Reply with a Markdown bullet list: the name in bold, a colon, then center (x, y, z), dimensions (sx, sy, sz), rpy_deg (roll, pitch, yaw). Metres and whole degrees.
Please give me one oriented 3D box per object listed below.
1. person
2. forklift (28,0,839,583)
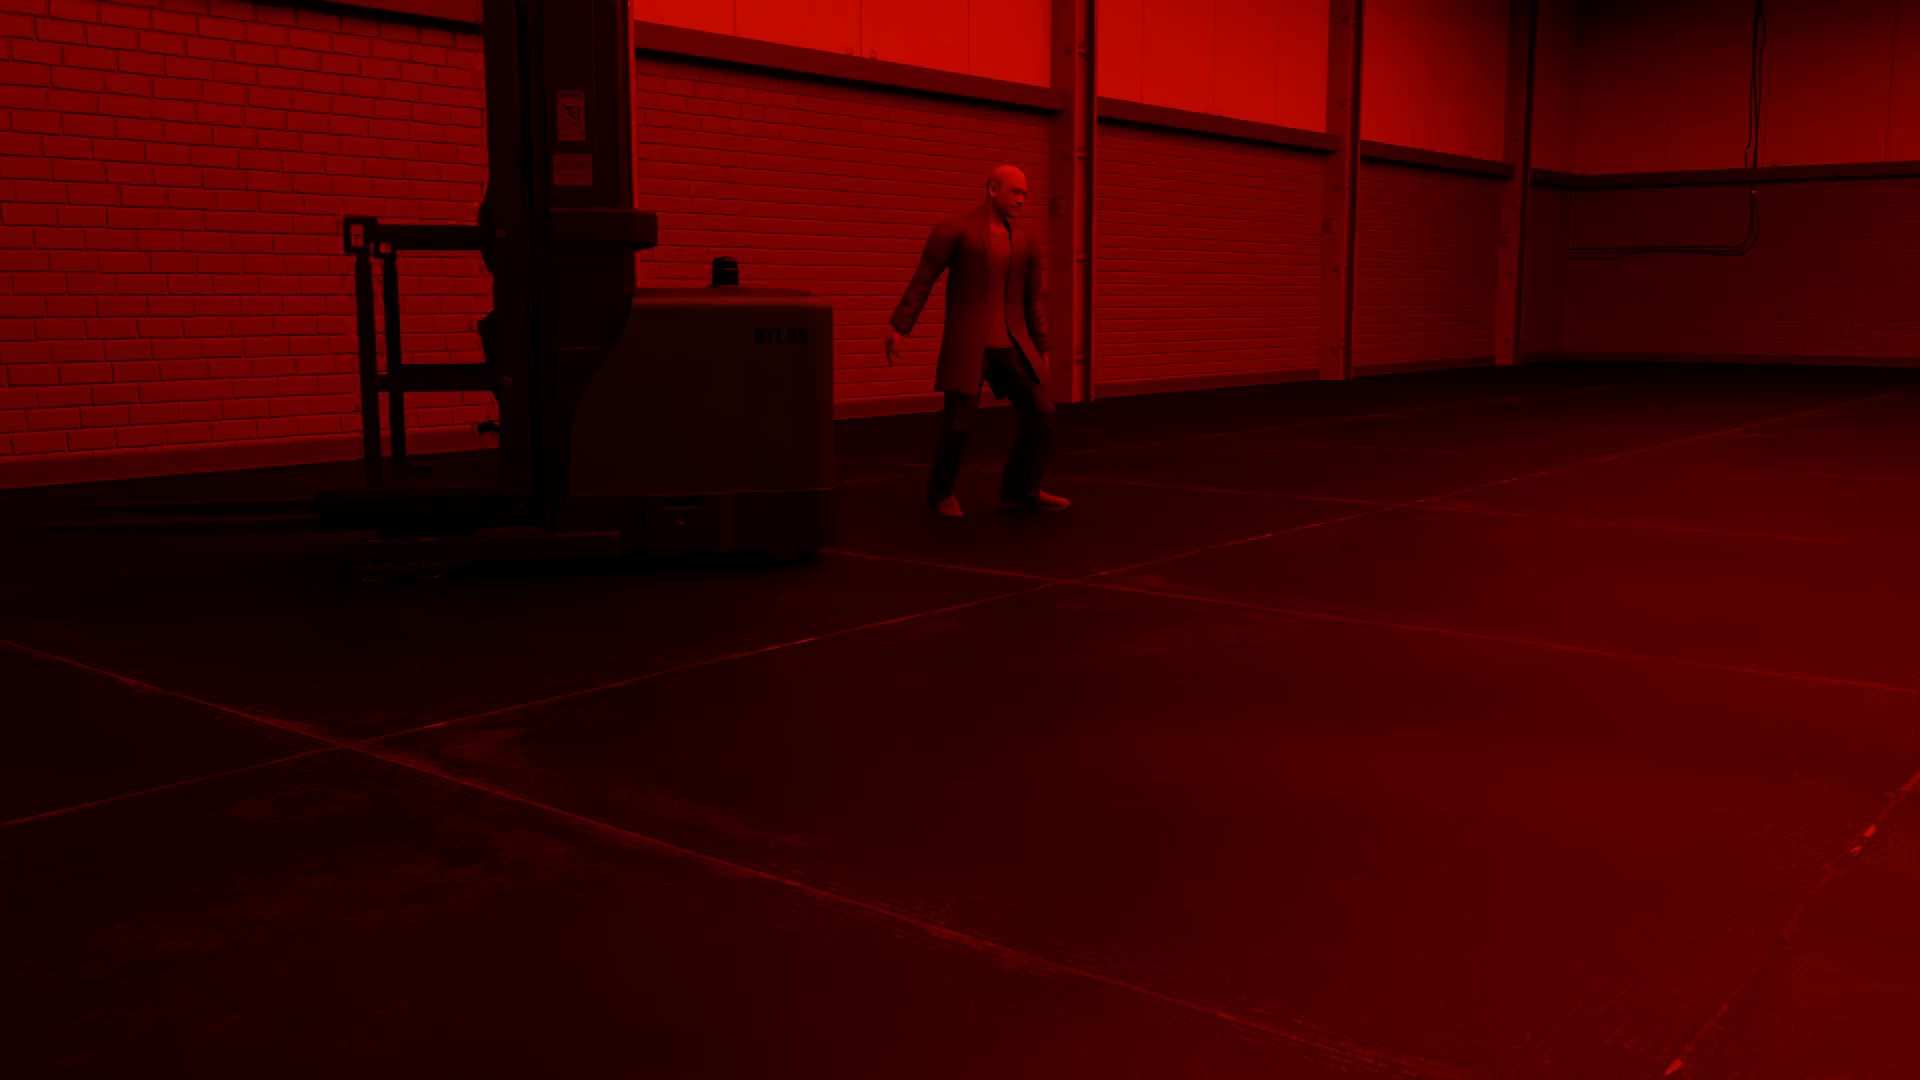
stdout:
- **person**: center (0.088, -0.952, 8.219), dimensions (0.935, 1.754, 0.571), rpy_deg (-3, 9, -21)
- **forklift**: center (-2.069, -1.373, 6.663), dimensions (3.031, 2.935, 1.130), rpy_deg (-2, 9, -13)
